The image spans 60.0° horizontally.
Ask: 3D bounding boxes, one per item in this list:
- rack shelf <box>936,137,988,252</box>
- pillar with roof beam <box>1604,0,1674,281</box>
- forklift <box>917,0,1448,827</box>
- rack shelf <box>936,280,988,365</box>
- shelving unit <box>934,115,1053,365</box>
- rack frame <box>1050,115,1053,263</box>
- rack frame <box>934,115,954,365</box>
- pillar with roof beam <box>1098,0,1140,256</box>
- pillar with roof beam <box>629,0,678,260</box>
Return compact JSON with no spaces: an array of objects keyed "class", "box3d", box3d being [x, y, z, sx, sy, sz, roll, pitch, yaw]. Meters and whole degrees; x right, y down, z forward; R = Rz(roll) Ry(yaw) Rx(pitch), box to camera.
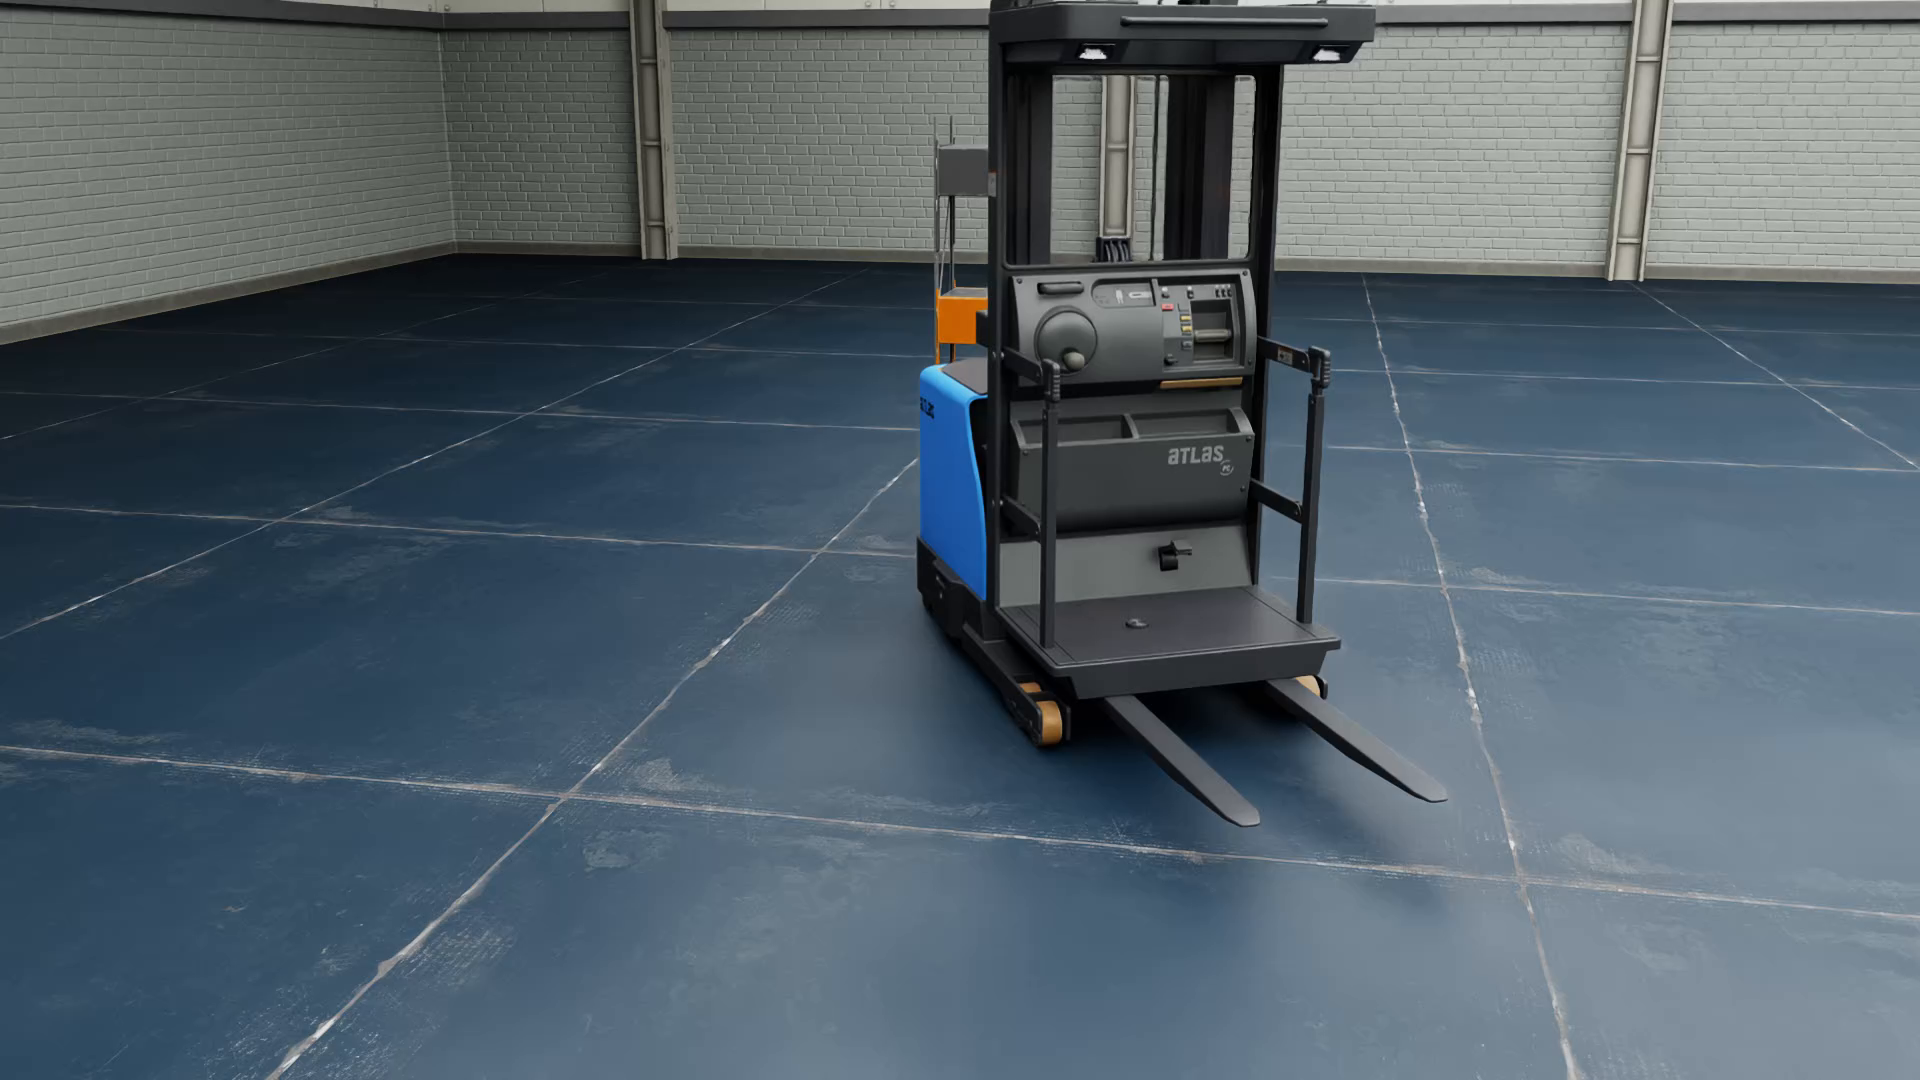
[{"class":"rack shelf","box3d":[0.162,-1.665,7.997,0.480,0.518,0.431,3,16,11]},{"class":"pillar with roof beam","box3d":[6.955,-6.283,14.317,0.400,9.000,9.100,3,16,11]},{"class":"forklift","box3d":[0.705,-0.799,5.884,1.130,2.935,3.031,-4,16,-15]},{"class":"rack shelf","box3d":[0.162,-0.990,8.184,0.480,0.518,0.431,3,16,11]},{"class":"shelving unit","box3d":[0.162,-1.003,8.180,0.503,2.100,0.431,3,16,11]},{"class":"rack frame","box3d":[0.401,-0.990,8.133,0.015,2.100,0.400,3,16,11]},{"class":"rack frame","box3d":[-0.077,-1.016,8.227,0.015,2.100,0.400,3,16,11]},{"class":"pillar with roof beam","box3d":[1.075,-6.602,15.469,0.400,9.000,9.100,3,16,11]},{"class":"pillar with roof beam","box3d":[-4.804,-6.921,16.621,0.400,9.000,9.100,3,16,11]}]
